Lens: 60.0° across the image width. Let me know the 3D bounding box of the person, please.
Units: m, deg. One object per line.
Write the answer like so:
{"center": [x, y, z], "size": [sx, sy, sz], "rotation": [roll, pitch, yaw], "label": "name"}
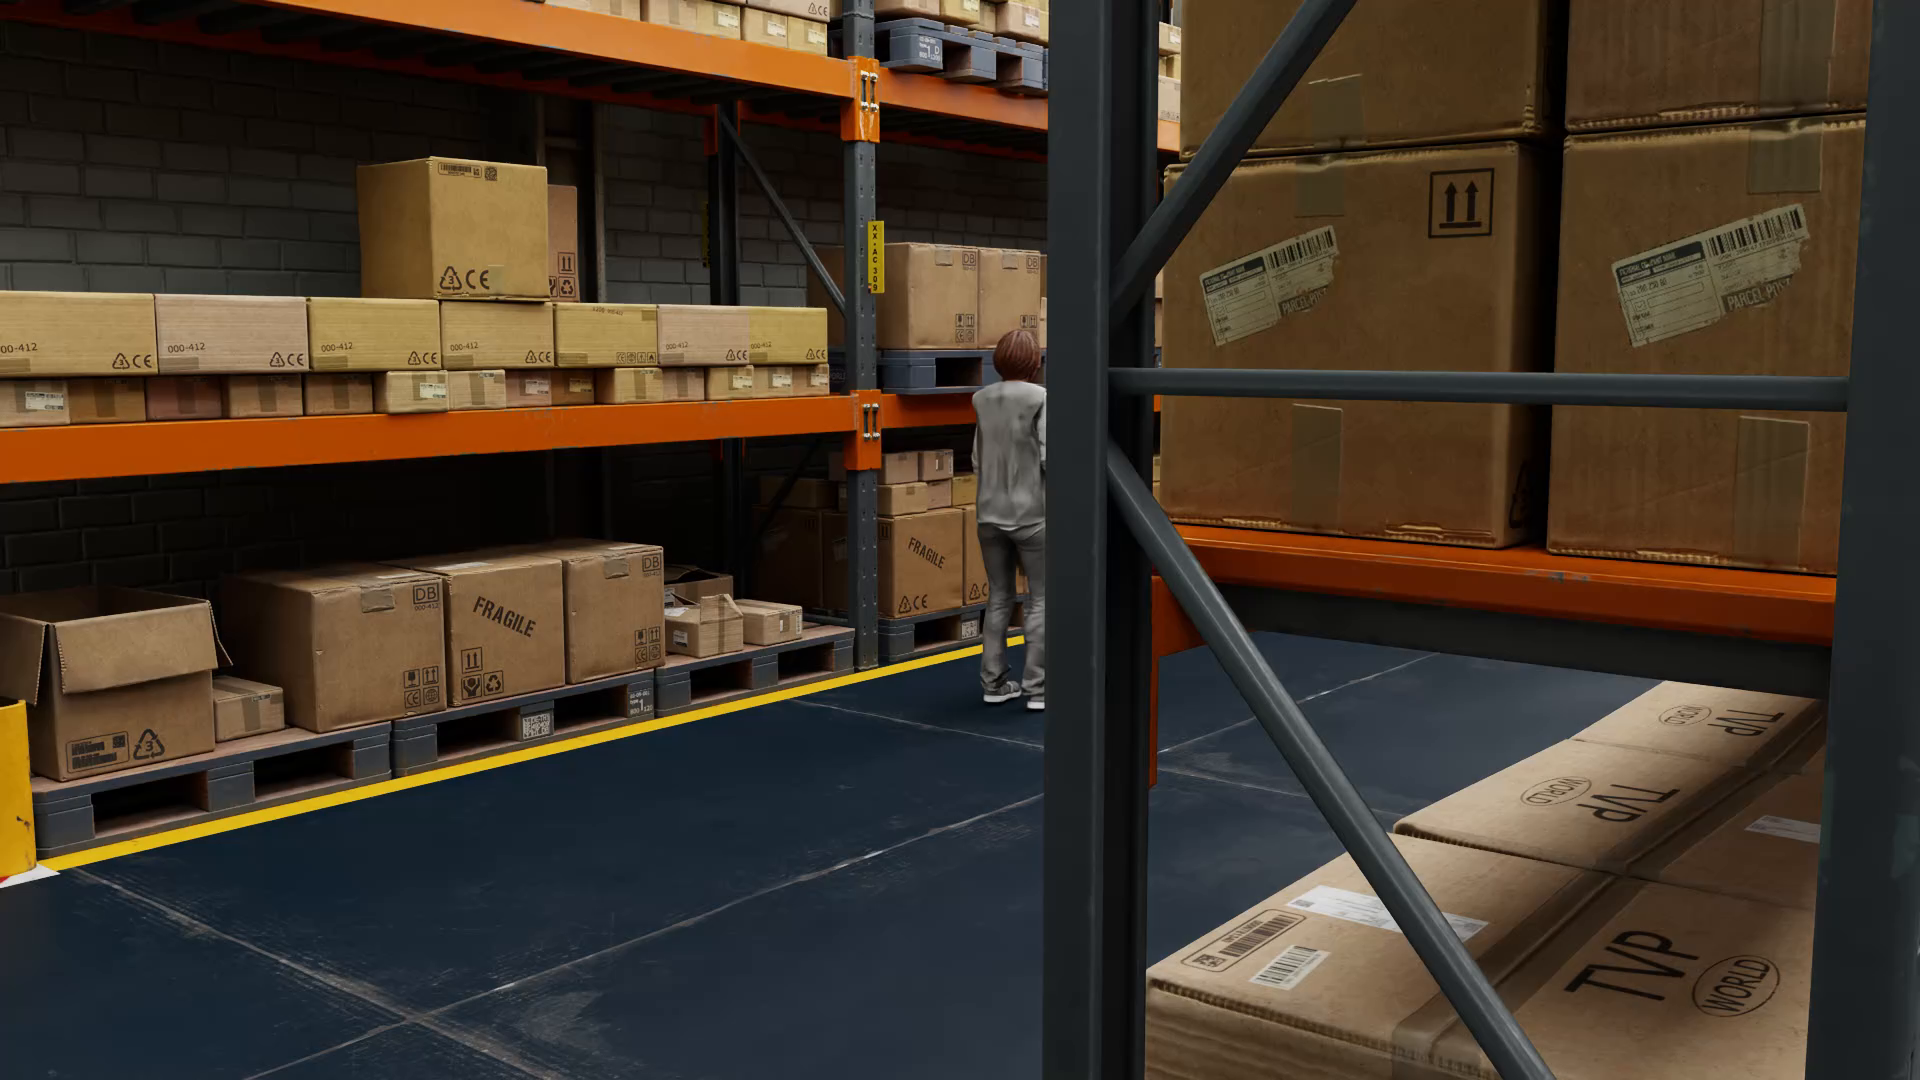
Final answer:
{"center": [0.251, -0.084, 7.064], "size": [0.446, 1.592, 0.359], "rotation": [5, 8, 34], "label": "person"}
